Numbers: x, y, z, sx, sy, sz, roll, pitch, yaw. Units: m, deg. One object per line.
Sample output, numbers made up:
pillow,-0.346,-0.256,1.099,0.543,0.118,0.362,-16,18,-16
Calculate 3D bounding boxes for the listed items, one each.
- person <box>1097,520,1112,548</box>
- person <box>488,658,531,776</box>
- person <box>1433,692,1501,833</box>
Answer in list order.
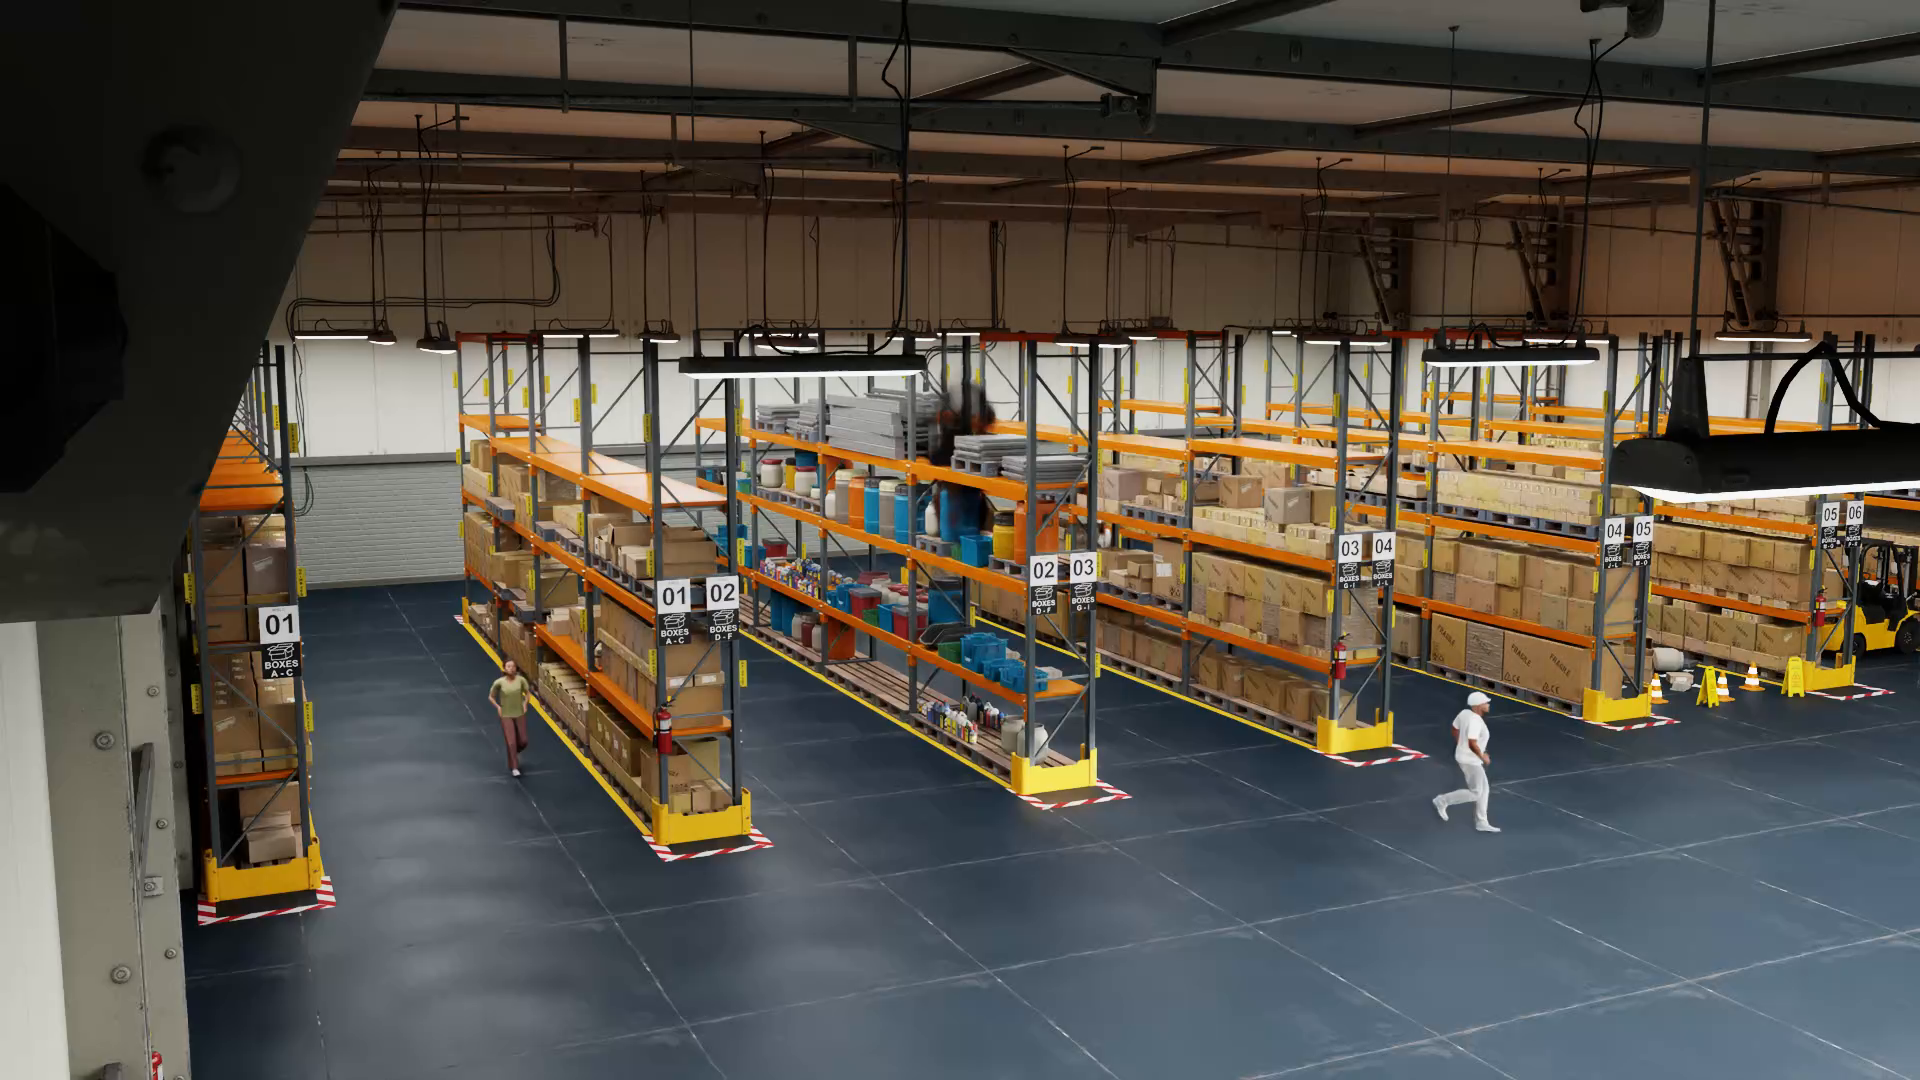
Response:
person,3.203,0.367,37.922,0.688,1.767,0.669,-2,8,-17
person,-6.222,2.435,23.038,0.580,1.608,0.609,-4,9,-26
person,6.257,2.730,20.494,0.839,1.748,0.727,0,8,3
